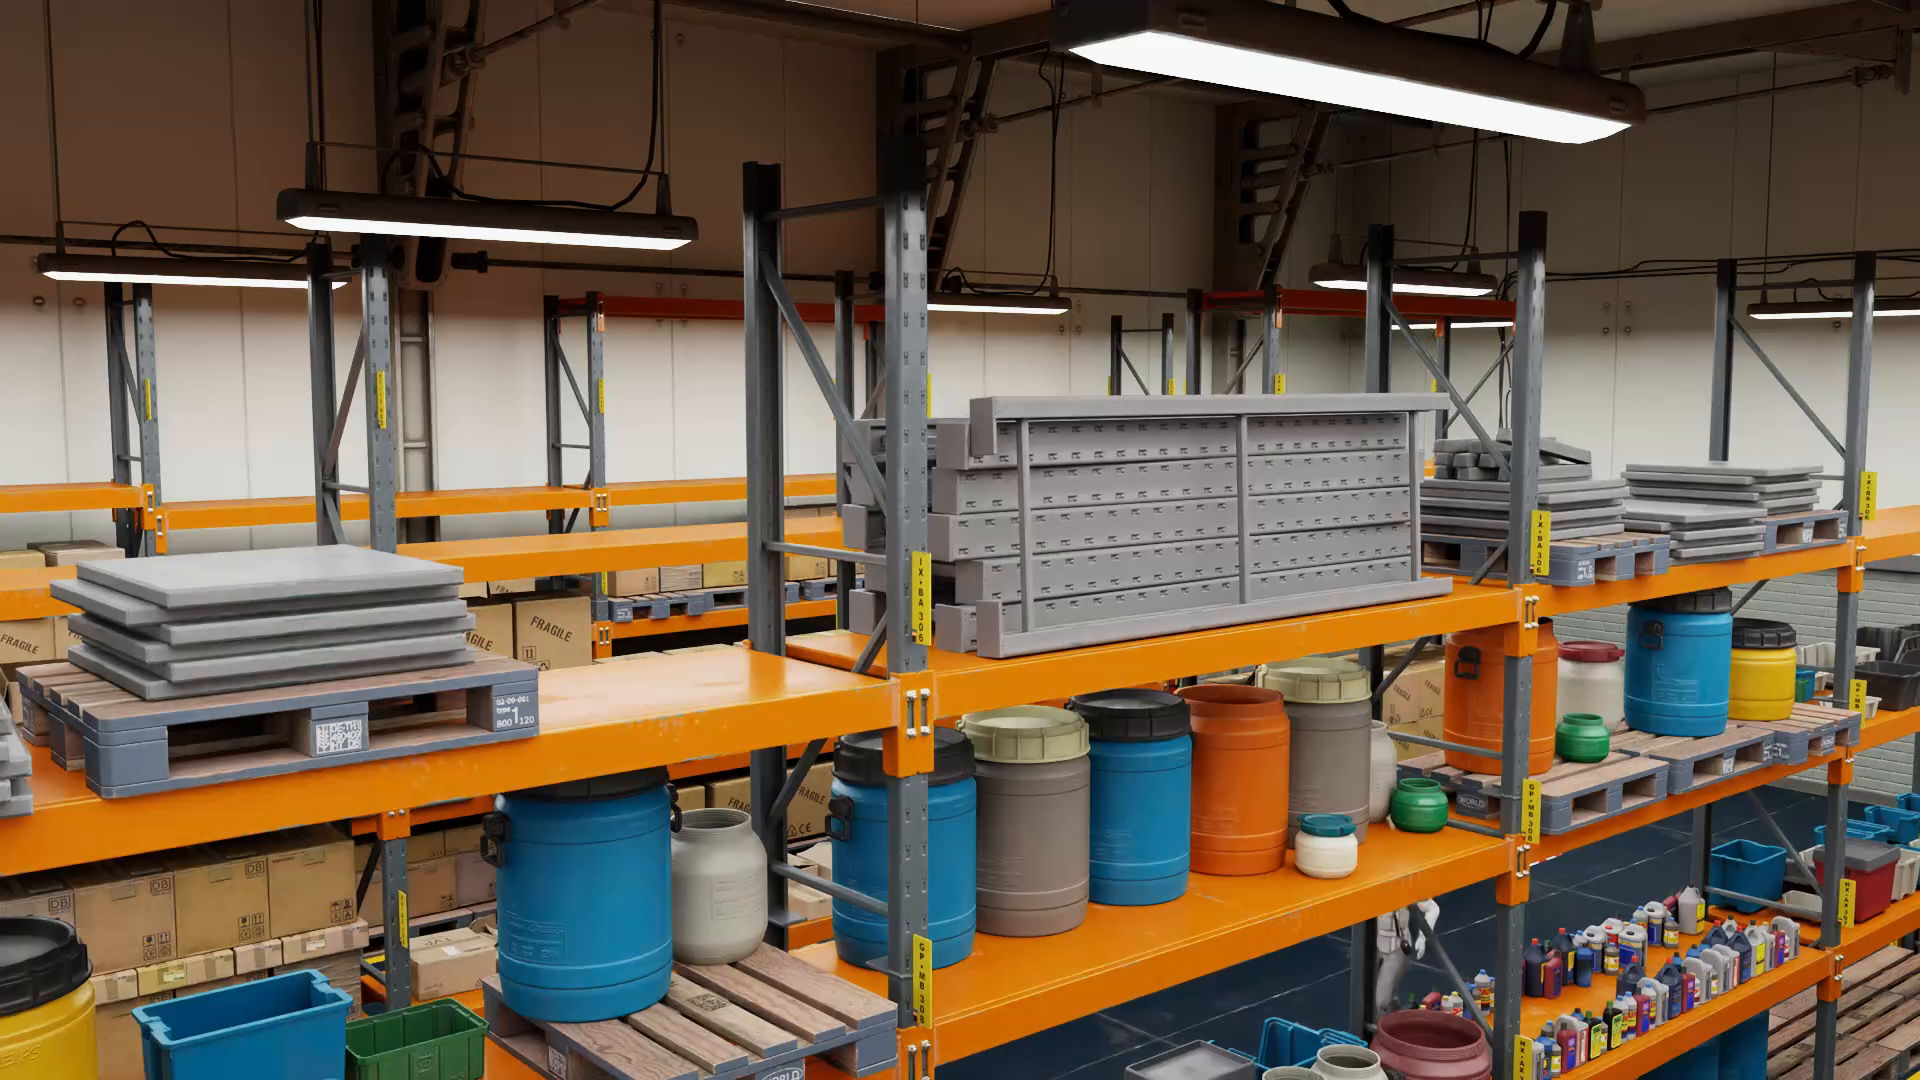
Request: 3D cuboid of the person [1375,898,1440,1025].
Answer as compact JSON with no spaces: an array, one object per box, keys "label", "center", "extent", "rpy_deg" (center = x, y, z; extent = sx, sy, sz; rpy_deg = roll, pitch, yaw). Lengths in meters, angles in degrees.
[{"label":"person","center":[3.224,3.133,12.515],"extent":[0.759,1.702,0.581],"rpy_deg":[-5,7,-43]}]
